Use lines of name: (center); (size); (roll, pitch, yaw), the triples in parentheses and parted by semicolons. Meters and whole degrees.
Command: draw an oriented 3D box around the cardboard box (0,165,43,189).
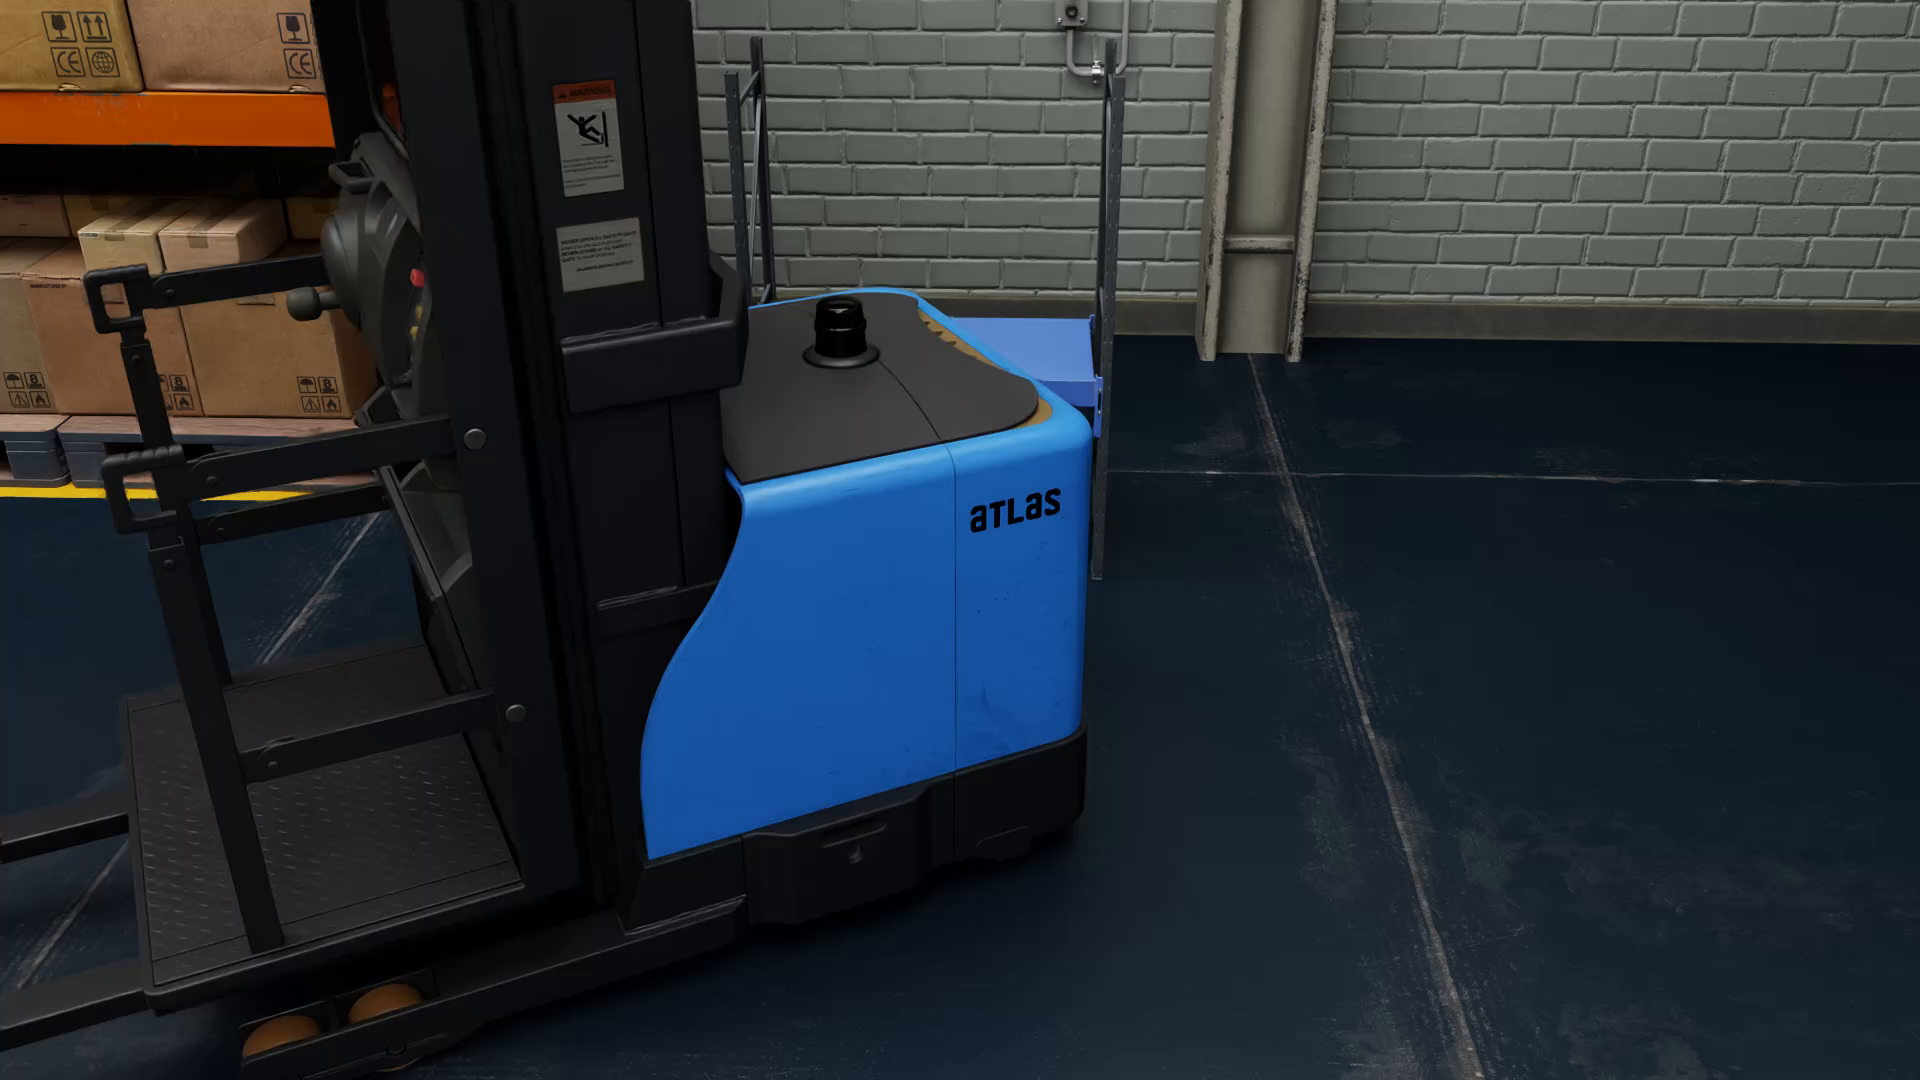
cardboard box: (-3.408, -1.190, 5.819); (0.250, 0.149, 0.380); (1, 28, 2)

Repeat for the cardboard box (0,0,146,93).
cardboard box: (-2.807, -1.889, 5.290); (0.700, 0.700, 0.980); (1, 28, 1)

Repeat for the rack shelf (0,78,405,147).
rack shelf: (-3.569, -1.461, 5.571); (4.000, 0.370, 1.077); (1, 28, 2)

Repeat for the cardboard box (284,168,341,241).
cardboard box: (-2.141, -1.169, 5.781); (0.250, 0.149, 0.380); (1, 28, 2)

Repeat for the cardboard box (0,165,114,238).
cardboard box: (-3.152, -1.186, 5.812); (0.250, 0.149, 0.380); (1, 28, 3)

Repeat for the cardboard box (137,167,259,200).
cardboard box: (-2.647, -1.177, 5.796); (0.250, 0.149, 0.380); (1, 28, 2)

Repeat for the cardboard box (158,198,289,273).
cardboard box: (-2.408, -0.995, 5.452); (0.250, 0.149, 0.380); (1, 28, 1)

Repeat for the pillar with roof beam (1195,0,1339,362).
pillar with roof beam: (1.007, -2.741, 0.813); (0.400, 9.000, 9.100); (1, 28, 2)

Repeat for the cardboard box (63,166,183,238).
cardboard box: (-2.897, -1.182, 5.805); (0.250, 0.149, 0.380); (1, 28, 2)

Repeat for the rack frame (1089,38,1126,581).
rack frame: (0.423, -0.656, 4.886); (0.032, 1.500, 0.500); (1, 28, 2)

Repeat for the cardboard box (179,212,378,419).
cardboard box: (-2.273, -0.791, 5.761); (0.500, 0.500, 0.700); (1, 28, 2)

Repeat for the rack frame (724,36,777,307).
rack frame: (-0.593, -0.672, 4.917); (0.032, 1.500, 0.500); (1, 28, 2)

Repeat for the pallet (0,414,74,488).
pallet: (-3.588, -0.511, 5.989); (1.213, 0.211, 1.003); (1, 28, 2)

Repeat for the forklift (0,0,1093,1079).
forklift: (-1.262, -0.492, 3.049); (3.031, 2.935, 1.130); (-13, 31, -23)

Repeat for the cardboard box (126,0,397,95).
cardboard box: (-2.080, -1.882, 5.277); (0.700, 0.700, 0.980); (2, 28, 4)

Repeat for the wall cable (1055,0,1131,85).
wall cable: (-0.257, -2.616, 5.897); (1.851, 1.984, 0.084); (1, 28, 2)

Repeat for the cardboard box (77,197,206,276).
cardboard box: (-2.663, -0.999, 5.459); (0.250, 0.149, 0.380); (2, 28, 3)

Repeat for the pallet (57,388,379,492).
pallet: (-2.372, -0.490, 5.949); (1.213, 0.211, 1.003); (1, 28, 2)

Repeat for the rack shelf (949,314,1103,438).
rack shelf: (-0.085, -0.505, 4.986); (1.000, 0.185, 0.538); (1, 28, 2)

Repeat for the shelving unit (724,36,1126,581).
shelving unit: (-0.085, -0.664, 4.901); (1.048, 1.500, 0.538); (1, 28, 2)

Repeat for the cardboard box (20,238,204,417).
cardboard box: (-2.773, -0.800, 5.776); (0.500, 0.500, 0.700); (1, 28, 2)

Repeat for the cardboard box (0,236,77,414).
cardboard box: (-3.276, -0.808, 5.791); (0.500, 0.500, 0.700); (0, 28, 0)
